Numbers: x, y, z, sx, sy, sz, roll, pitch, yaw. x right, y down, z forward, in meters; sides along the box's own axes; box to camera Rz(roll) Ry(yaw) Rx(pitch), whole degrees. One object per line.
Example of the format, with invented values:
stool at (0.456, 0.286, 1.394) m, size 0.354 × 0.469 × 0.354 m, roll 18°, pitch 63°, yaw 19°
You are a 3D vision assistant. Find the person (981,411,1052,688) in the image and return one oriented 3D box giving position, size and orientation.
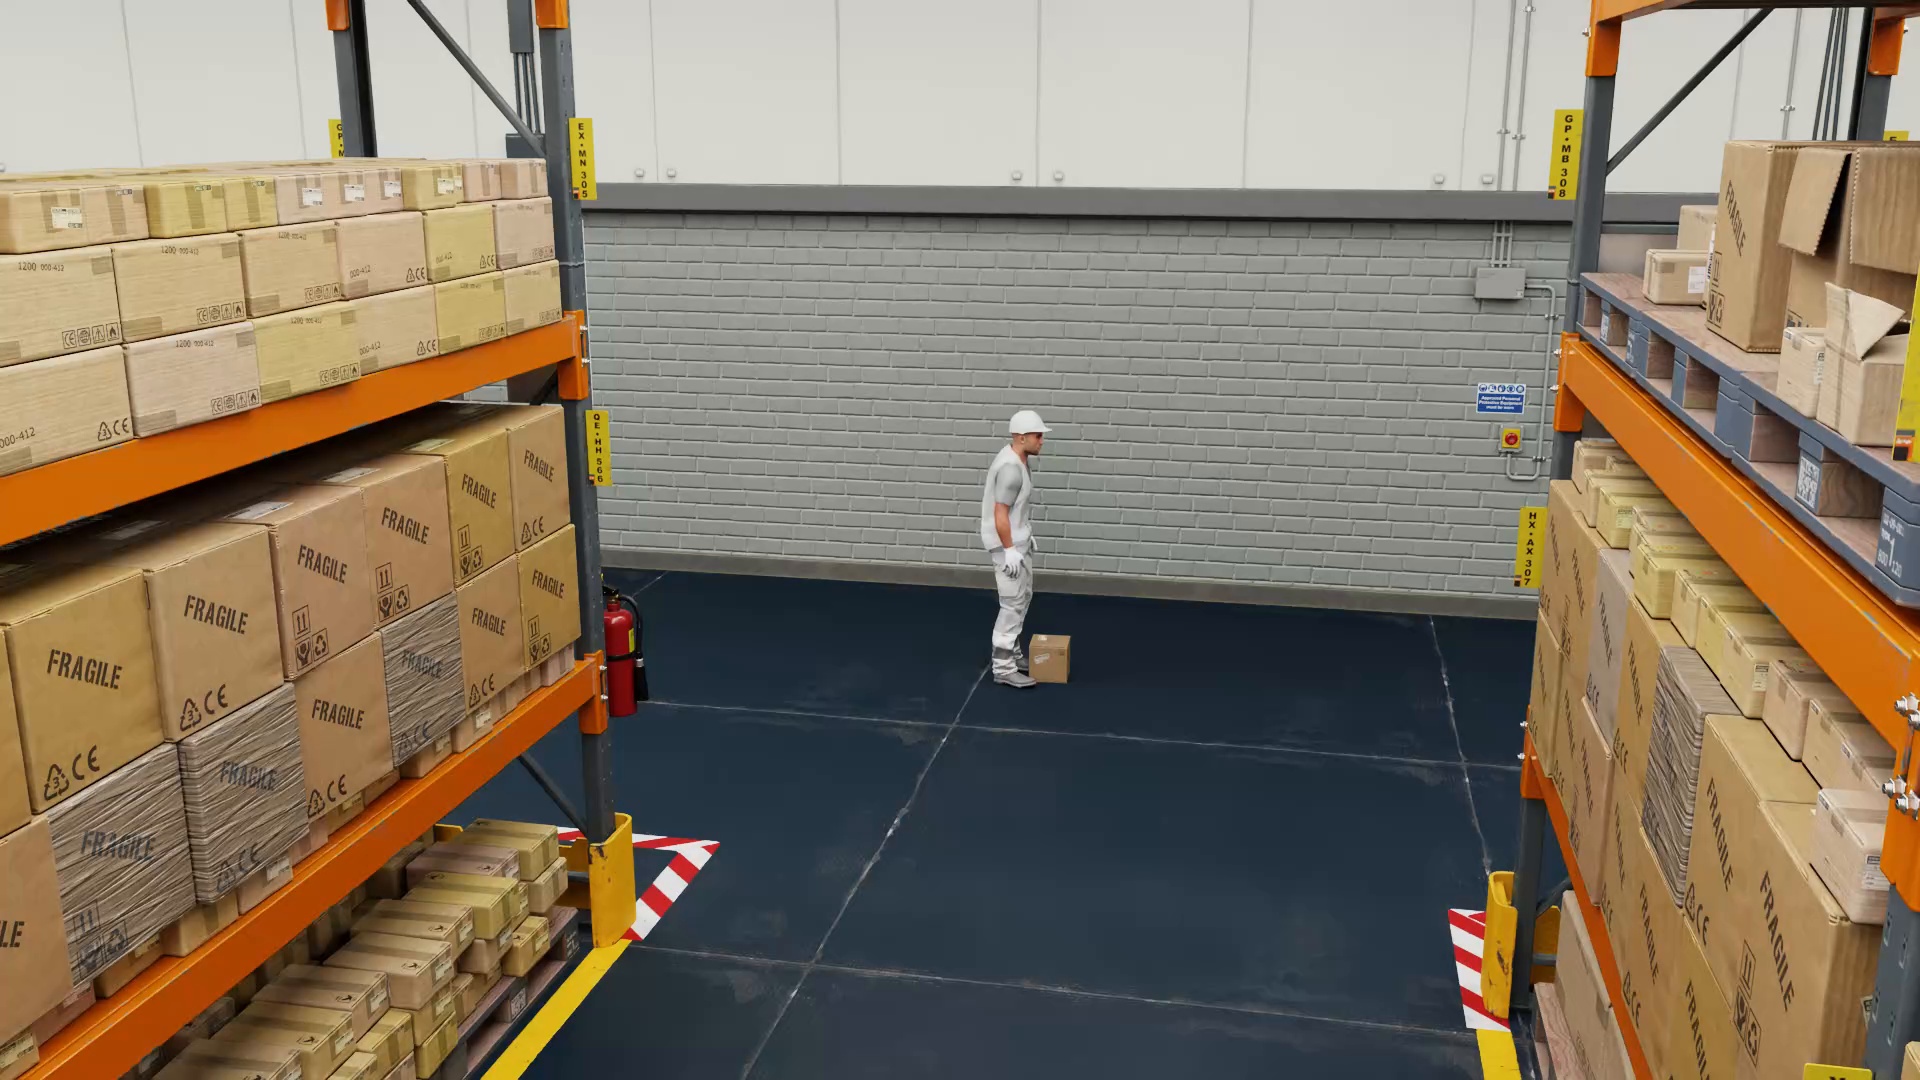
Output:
person at (0.366, 0.038, 10.830) m, size 0.448 × 1.779 × 0.609 m, roll 3°, pitch 15°, yaw 12°
